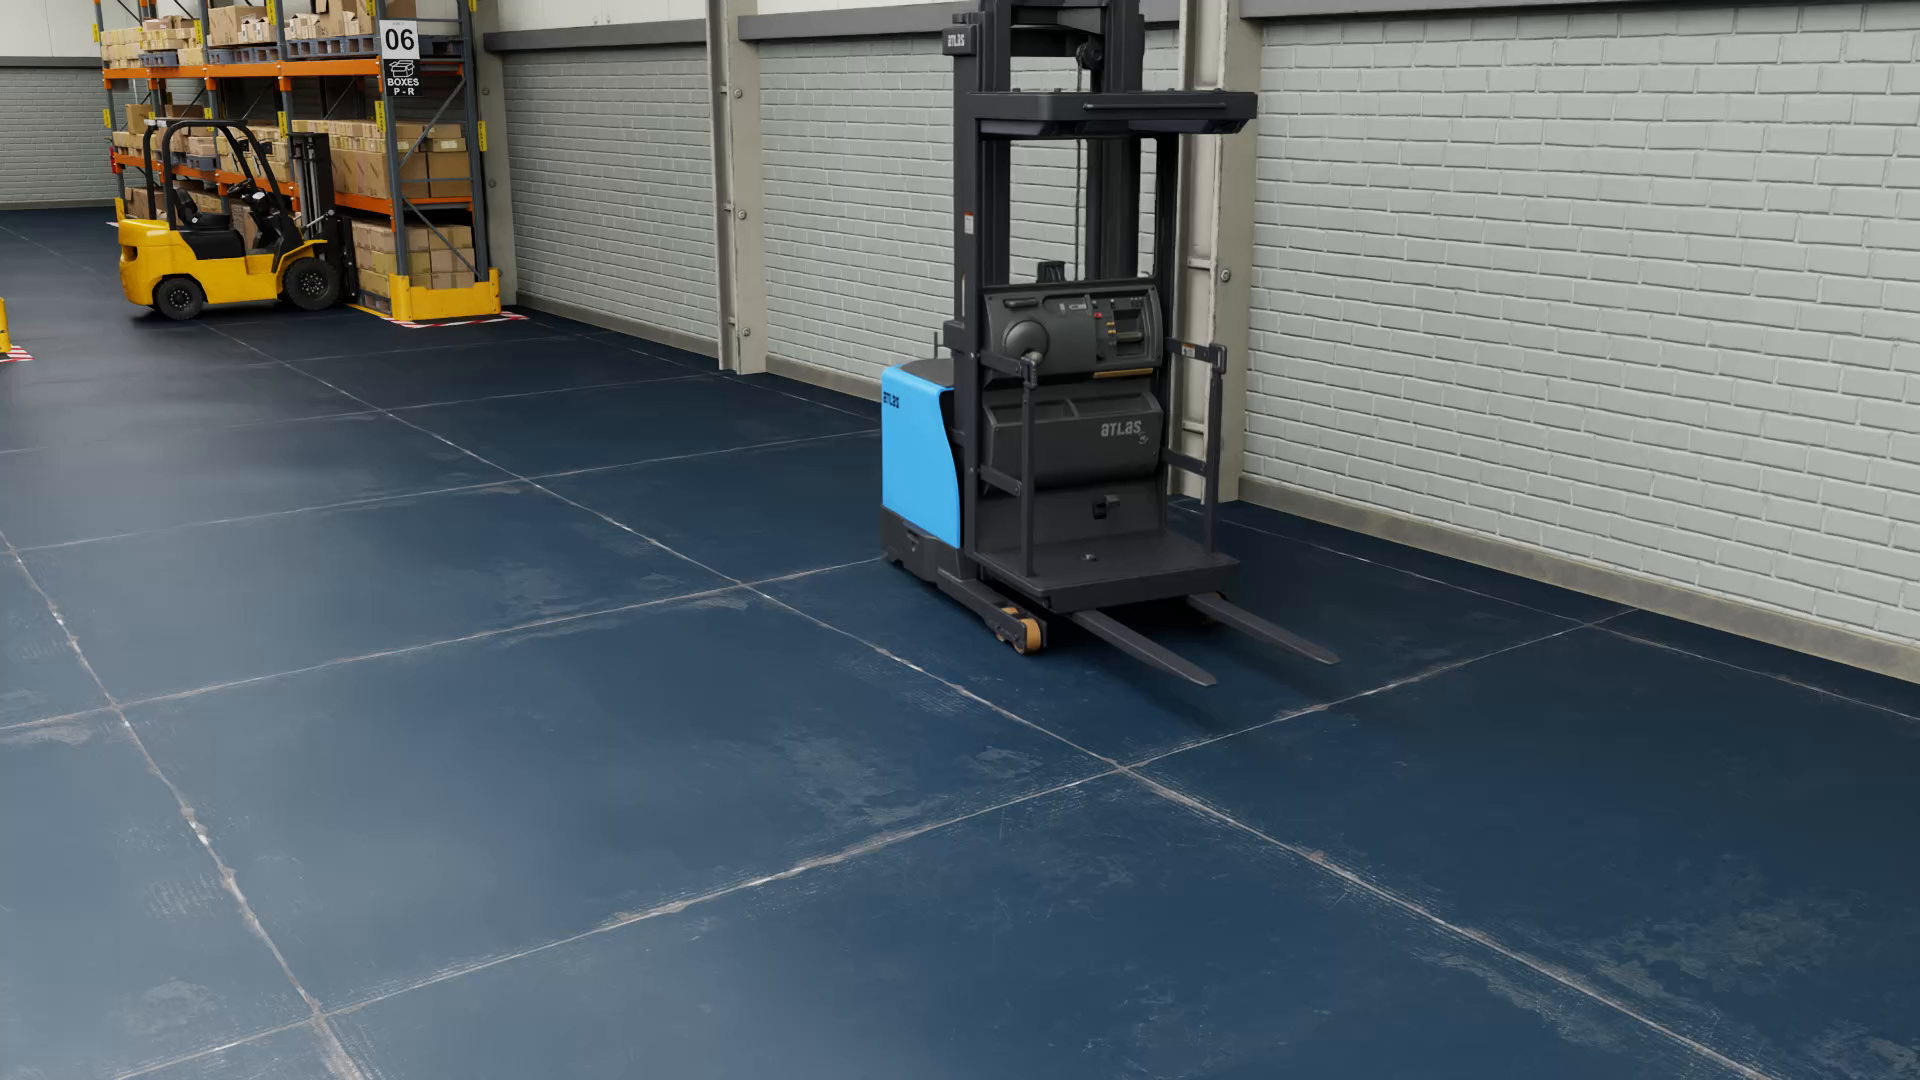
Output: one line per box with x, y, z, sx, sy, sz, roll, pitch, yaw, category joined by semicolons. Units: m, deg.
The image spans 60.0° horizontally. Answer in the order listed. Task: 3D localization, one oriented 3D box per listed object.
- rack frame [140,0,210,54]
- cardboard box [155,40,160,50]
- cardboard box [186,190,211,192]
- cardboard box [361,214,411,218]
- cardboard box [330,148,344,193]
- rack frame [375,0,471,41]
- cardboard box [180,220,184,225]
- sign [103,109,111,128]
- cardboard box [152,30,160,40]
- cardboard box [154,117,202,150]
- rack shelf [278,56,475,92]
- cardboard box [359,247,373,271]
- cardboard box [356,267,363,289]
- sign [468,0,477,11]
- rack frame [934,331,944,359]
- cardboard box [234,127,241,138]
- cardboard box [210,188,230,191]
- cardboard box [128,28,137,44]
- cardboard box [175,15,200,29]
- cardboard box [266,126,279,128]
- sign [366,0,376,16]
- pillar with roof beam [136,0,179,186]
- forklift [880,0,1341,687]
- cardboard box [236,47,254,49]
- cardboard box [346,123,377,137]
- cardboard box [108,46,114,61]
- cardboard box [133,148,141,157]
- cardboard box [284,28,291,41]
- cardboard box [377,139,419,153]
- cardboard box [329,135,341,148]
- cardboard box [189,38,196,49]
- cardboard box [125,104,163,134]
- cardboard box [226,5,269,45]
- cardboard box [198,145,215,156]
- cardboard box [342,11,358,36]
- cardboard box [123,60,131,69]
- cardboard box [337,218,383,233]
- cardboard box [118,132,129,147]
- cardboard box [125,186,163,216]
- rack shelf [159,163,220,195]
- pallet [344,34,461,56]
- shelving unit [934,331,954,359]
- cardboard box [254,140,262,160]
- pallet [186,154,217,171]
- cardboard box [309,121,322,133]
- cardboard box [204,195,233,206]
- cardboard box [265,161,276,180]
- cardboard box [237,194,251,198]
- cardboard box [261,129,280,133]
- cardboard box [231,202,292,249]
-12.888;-9.456;27.079;1.000;3.000;0.127;-11;19;-35;rack frame
-12.431;-7.795;26.185;0.380;0.149;0.250;-11;19;-35;cardboard box
-12.506;-5.654;27.263;0.380;0.149;0.250;-12;19;-37;cardboard box
-7.141;-3.922;20.741;0.500;0.250;0.500;-11;19;-34;cardboard box
-7.237;-4.440;19.926;0.500;0.500;0.500;-11;19;-34;cardboard box
-5.832;-6.894;17.716;1.000;3.000;0.127;-11;19;-35;rack frame
-12.464;-5.309;27.230;0.500;0.500;0.500;-11;19;-35;cardboard box
-15.678;-7.750;30.569;0.100;0.325;0.005;-11;19;-35;sign
-12.565;-7.993;26.343;0.380;0.149;0.250;-11;19;-35;cardboard box
-12.784;-6.675;27.298;0.700;0.500;0.500;-10;18;-33;cardboard box
-7.008;-5.527;19.768;1.077;0.370;4.000;-11;19;-35;rack shelf
-6.657;-3.282;19.350;0.500;0.250;0.500;-11;19;-35;cardboard box
-6.935;-3.143;19.792;0.500;0.250;0.500;-11;19;-34;cardboard box
-5.379;-5.991;18.297;0.100;0.325;0.005;-11;19;-35;sign
-0.041;-0.600;9.494;0.240;1.200;0.006;-9;18;-29;rack frame
-10.093;-5.794;23.645;0.380;0.149;0.250;-11;19;-34;cardboard box
-12.279;-5.783;27.734;0.380;0.149;0.250;-11;19;-35;cardboard box
-13.685;-8.499;28.037;0.500;0.250;0.500;-11;19;-35;cardboard box
-12.470;-8.376;26.958;0.396;0.266;0.258;-11;19;-35;cardboard box
-9.834;-5.928;24.135;0.380;0.149;0.250;-11;19;-35;cardboard box
-6.279;-5.754;17.709;0.100;0.325;0.005;-11;19;-35;sign
-19.578;-10.358;30.373;9.100;9.000;0.400;-11;19;-35;pillar with roof beam
0.641;-1.019;7.746;1.130;2.935;3.031;-7;17;-24;forklift
-10.557;-7.390;24.742;0.380;0.149;0.250;-11;19;-34;cardboard box
-6.888;-4.751;19.271;0.380;0.149;0.250;-10;18;-33;cardboard box
-14.884;-8.692;29.690;0.500;0.250;0.500;-10;18;-33;cardboard box
-14.380;-6.847;29.385;0.380;0.149;0.250;-10;18;-33;cardboard box
-8.166;-6.288;20.675;0.380;0.149;0.250;-10;18;-33;cardboard box
-6.262;-4.392;18.521;0.380;0.149;0.250;-11;19;-34;cardboard box
-7.316;-4.773;19.915;0.380;0.149;0.250;-11;19;-36;cardboard box
-11.391;-7.478;25.063;0.380;0.149;0.250;-11;19;-35;cardboard box
-14.308;-7.390;29.196;0.500;0.500;0.500;-10;18;-33;cardboard box
-9.708;-7.044;22.775;0.500;0.500;0.500;-10;18;-33;cardboard box
-11.232;-5.870;25.023;0.380;0.149;0.250;-10;18;-34;cardboard box
-6.714;-5.817;18.734;0.396;0.266;0.258;-11;19;-34;cardboard box
-14.267;-8.243;28.805;0.380;0.149;0.250;-10;18;-33;cardboard box
-7.257;-3.732;20.049;0.500;0.250;0.500;-11;19;-36;cardboard box
-14.894;-7.241;30.072;0.500;0.250;0.500;-11;19;-34;cardboard box
-14.957;-6.270;30.735;0.797;0.503;0.637;-12;19;-37;cardboard box
-11.712;-5.788;26.405;1.077;0.370;4.000;-11;19;-35;rack shelf
-6.227;-5.559;18.690;1.003;0.211;1.213;-11;19;-35;pallet
0.005;-0.579;9.418;0.258;1.200;0.189;-9;18;-29;shelving unit
-9.284;-5.307;22.621;0.500;0.250;0.500;-10;18;-33;cardboard box
-10.991;-5.750;25.264;1.213;0.211;1.003;-11;19;-35;pallet
-7.784;-5.079;20.468;0.380;0.149;0.250;-10;18;-33;cardboard box
-11.601;-5.317;26.032;0.380;0.149;0.250;-11;19;-35;cardboard box
-8.992;-4.955;22.283;0.500;0.250;0.500;-11;19;-35;cardboard box
-11.213;-5.400;26.335;0.380;0.149;0.250;-11;19;-36;cardboard box
-9.197;-5.468;22.453;0.380;0.149;0.250;-11;19;-36;cardboard box
-10.180;-4.630;24.514;0.875;0.625;0.625;-10;18;-33;cardboard box
